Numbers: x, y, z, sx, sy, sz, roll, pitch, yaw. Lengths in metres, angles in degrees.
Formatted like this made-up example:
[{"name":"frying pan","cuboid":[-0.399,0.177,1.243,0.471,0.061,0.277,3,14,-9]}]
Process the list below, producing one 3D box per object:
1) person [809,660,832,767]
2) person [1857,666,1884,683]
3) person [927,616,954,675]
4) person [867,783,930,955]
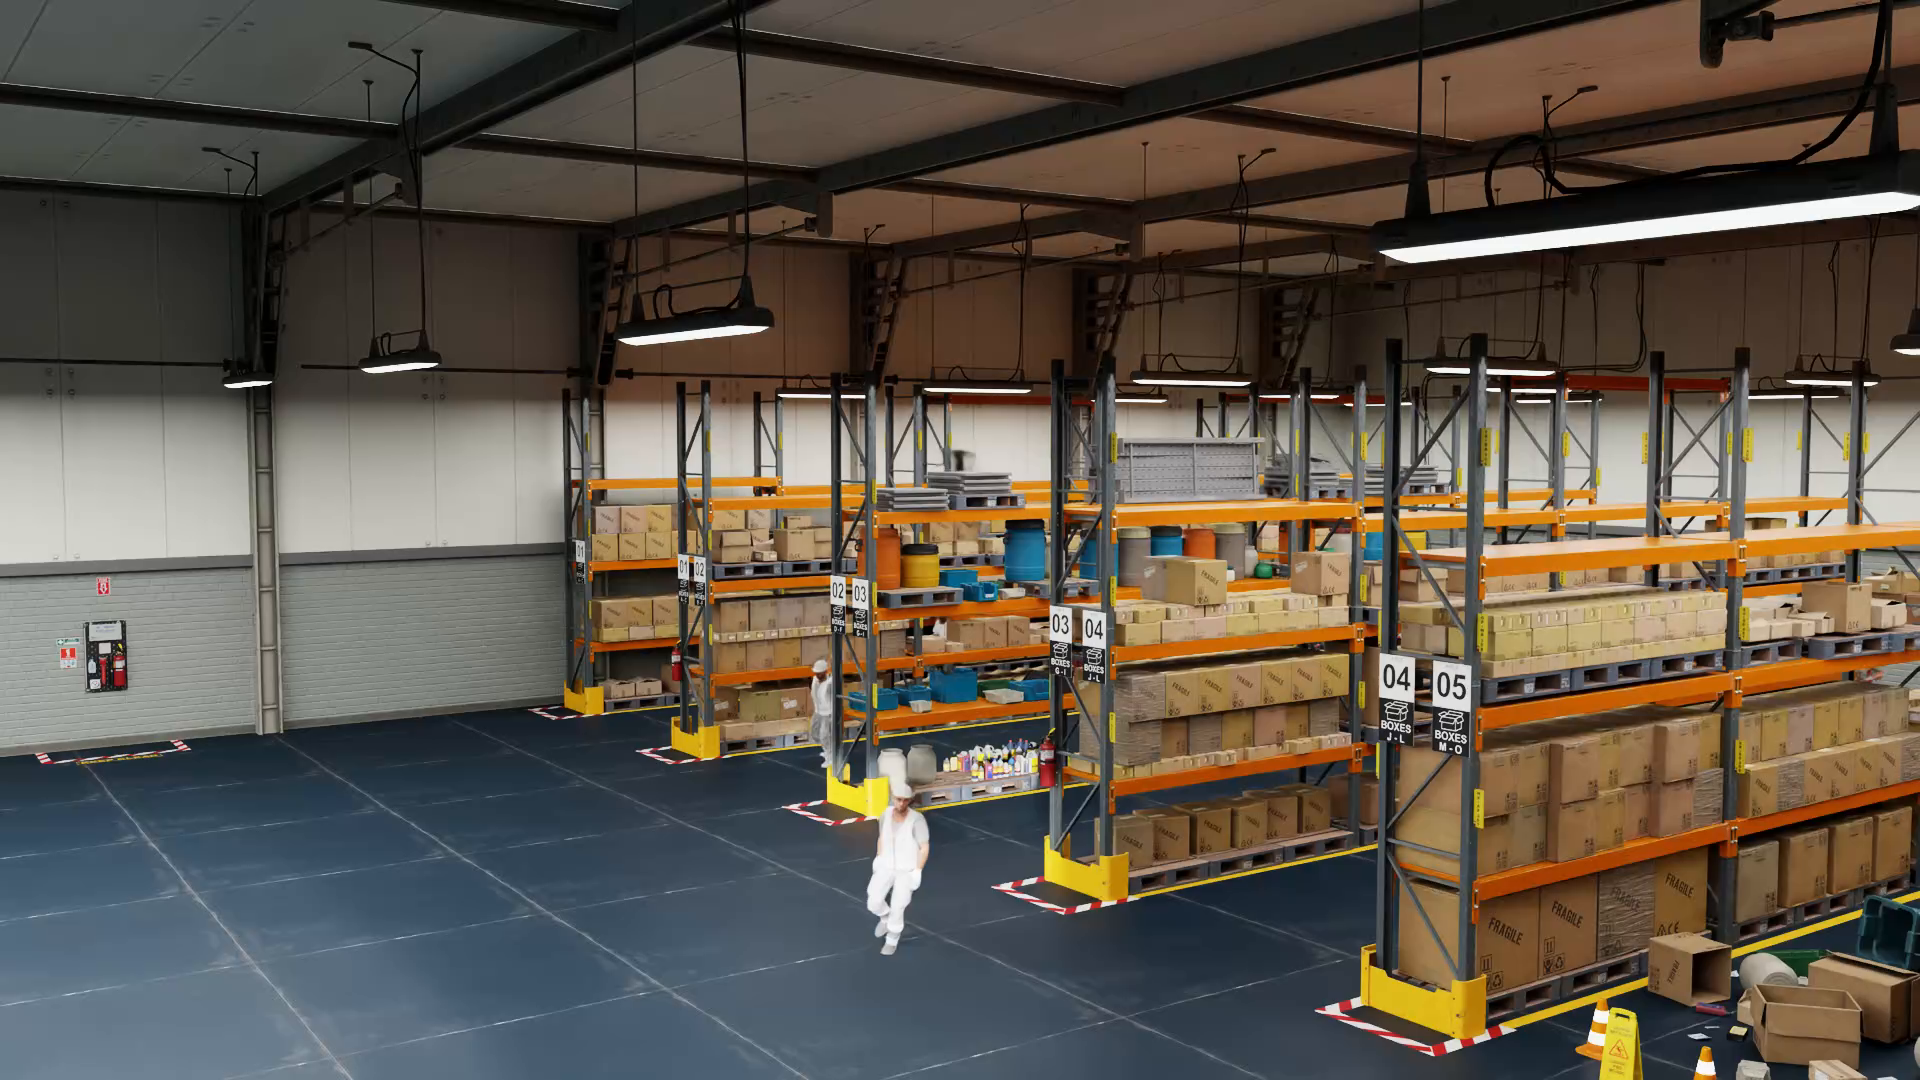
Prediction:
[{"name":"person","cuboid":[-2.053,2.659,25.633,0.696,1.696,0.831,-3,5,-40]},{"name":"person","cuboid":[15.655,2.491,28.956,0.705,1.553,1.132,2,4,24]},{"name":"person","cuboid":[-0.362,2.186,32.727,0.678,1.788,0.717,3,5,40]},{"name":"person","cuboid":[-0.601,3.236,16.400,0.657,1.737,0.604,1,4,15]}]
